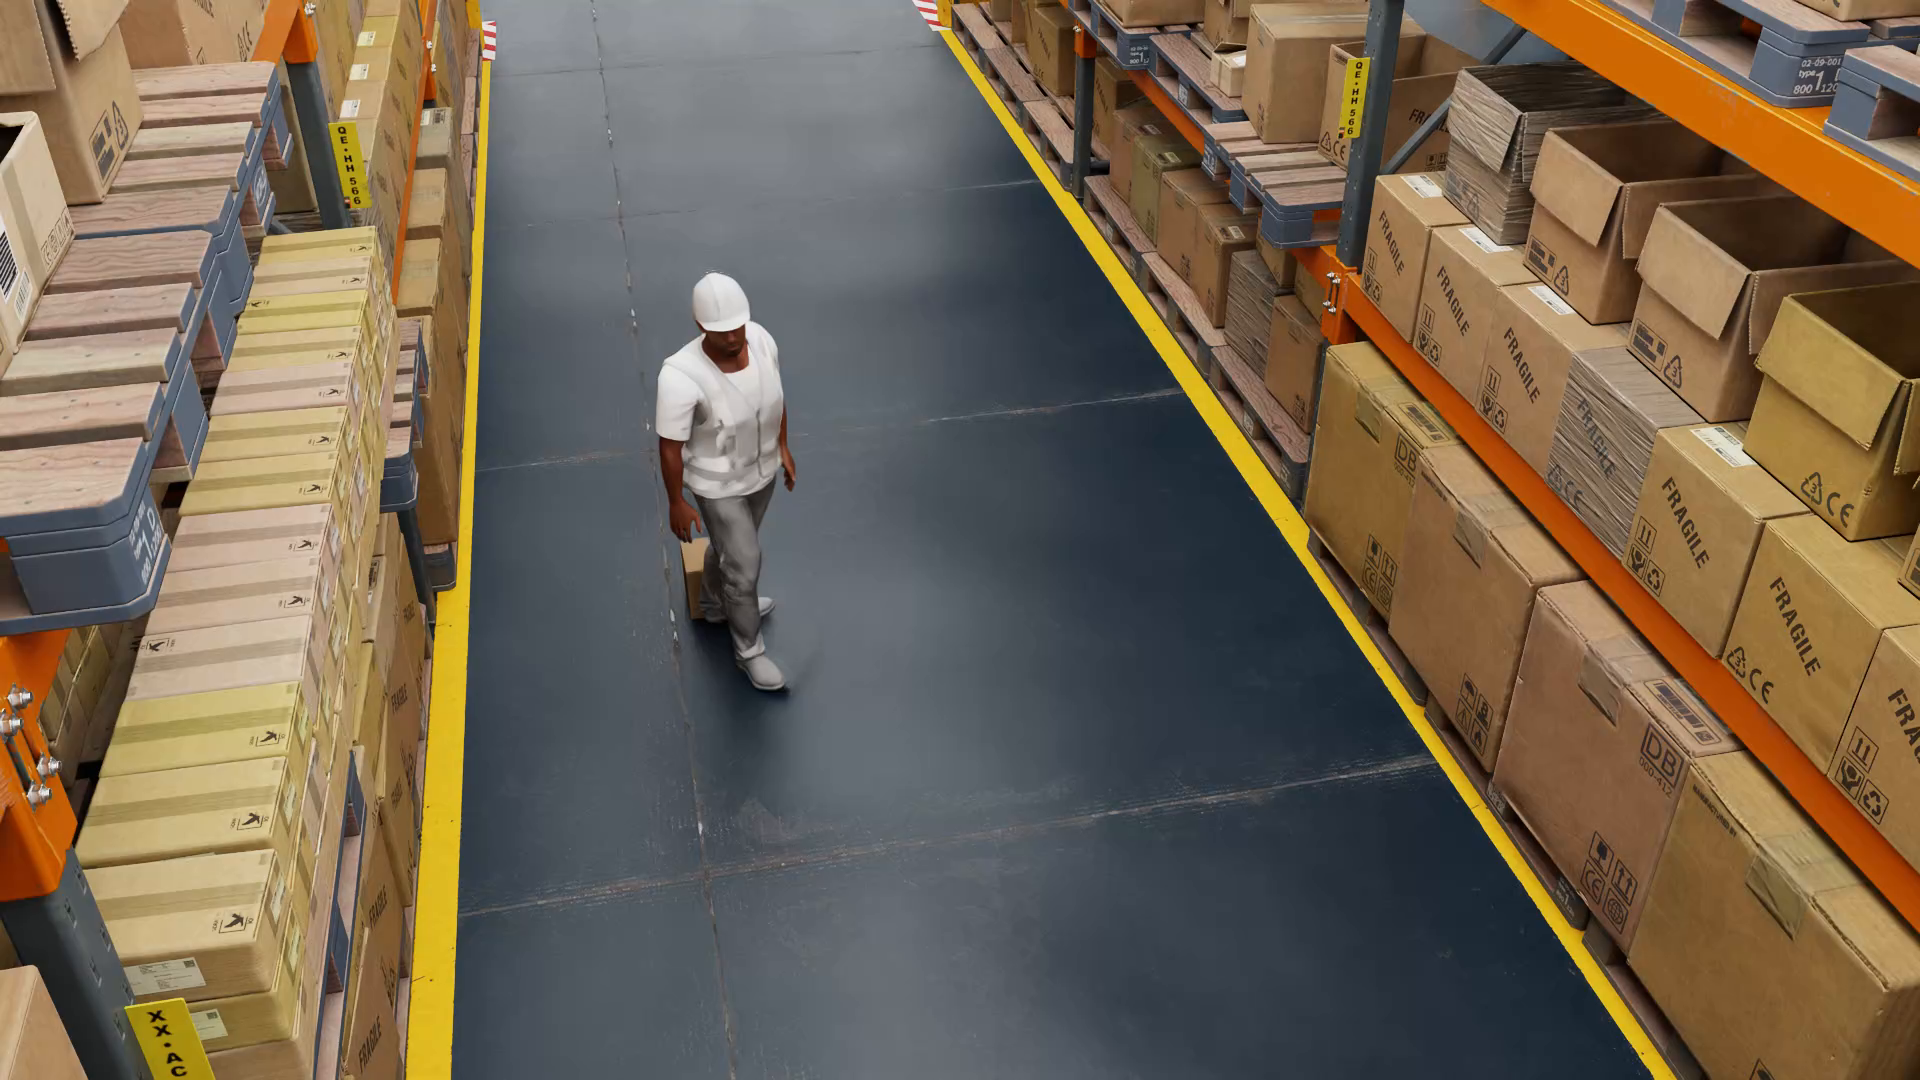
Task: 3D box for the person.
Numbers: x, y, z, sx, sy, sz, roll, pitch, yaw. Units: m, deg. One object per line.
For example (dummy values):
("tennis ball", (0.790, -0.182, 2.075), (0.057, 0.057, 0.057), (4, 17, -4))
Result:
("person", (-0.898, -0.251, 6.500), (0.610, 1.762, 0.595), (22, 40, 29))
